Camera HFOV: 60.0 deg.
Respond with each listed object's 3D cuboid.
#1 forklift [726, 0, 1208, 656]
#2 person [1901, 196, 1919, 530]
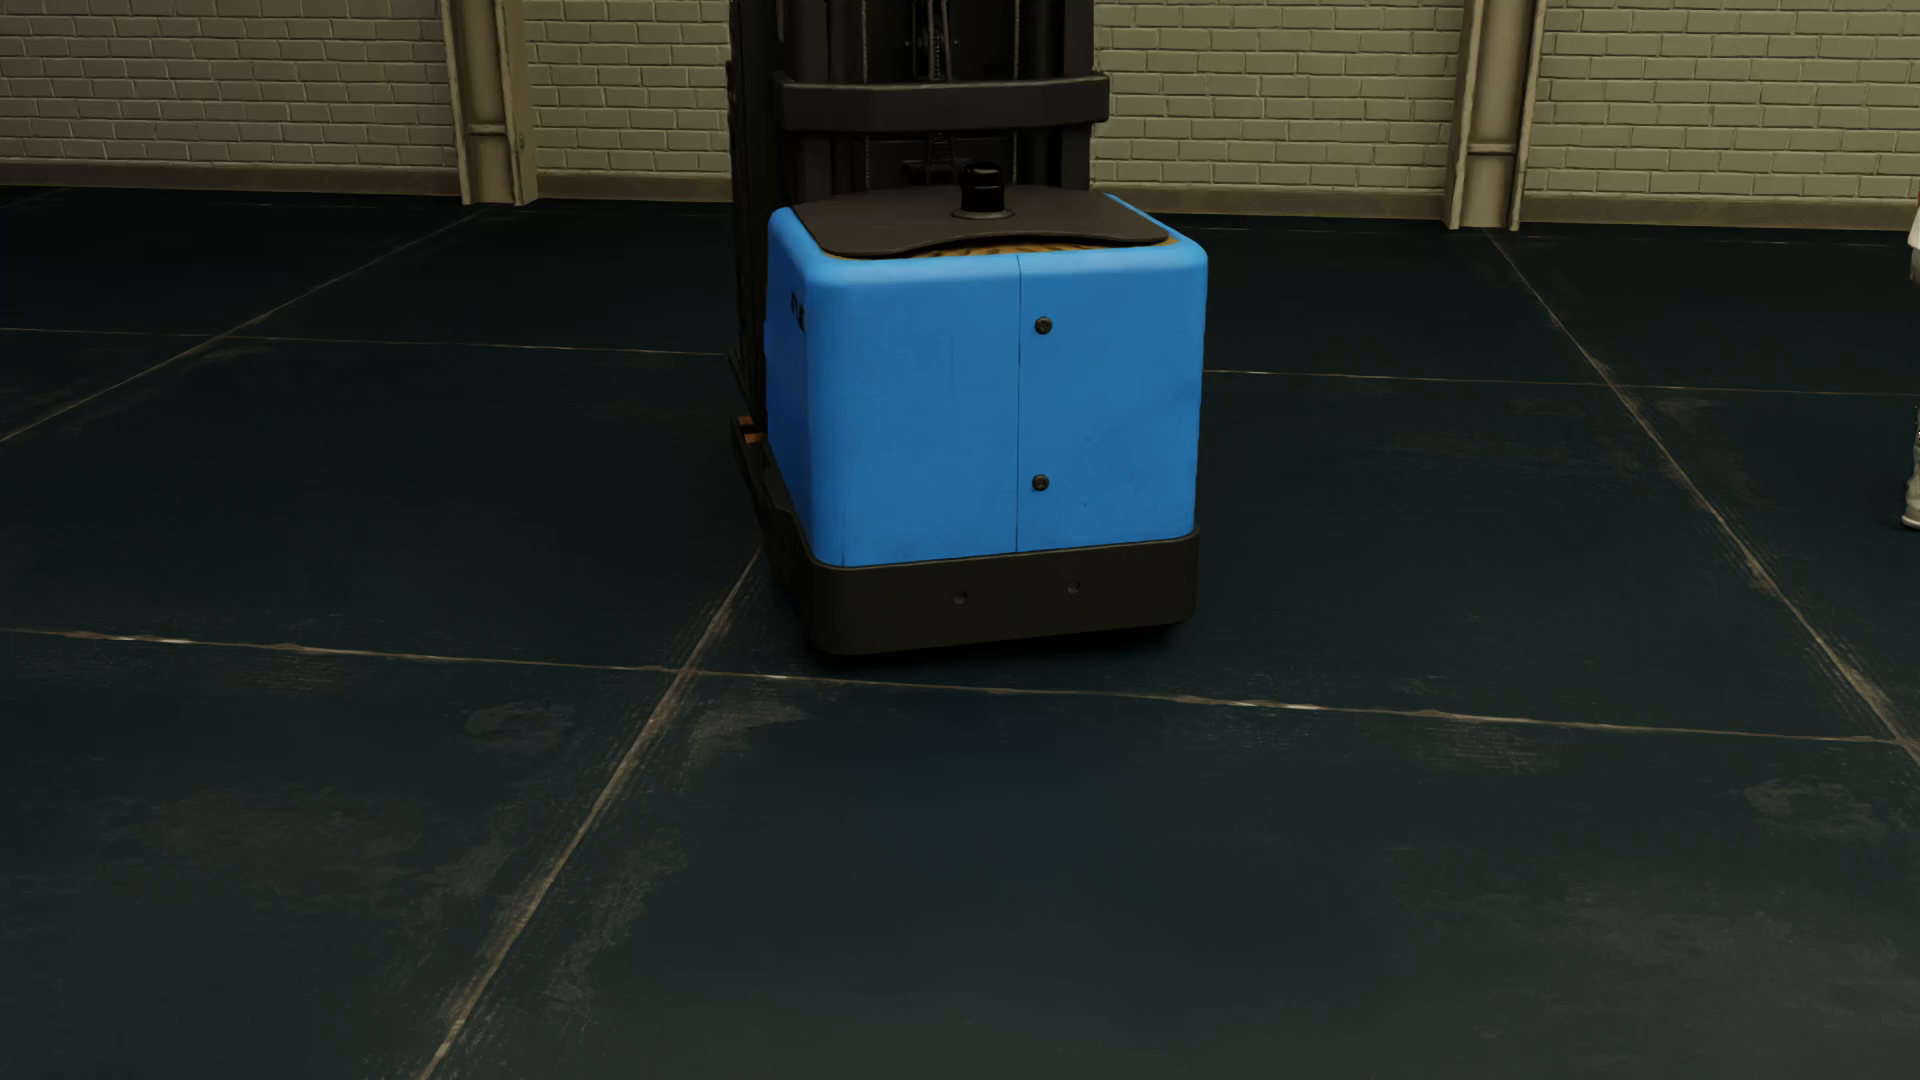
[{"bbox_3d":[-0.193,-1.584,5.187,1.130,2.935,3.031,-5,22,-12],"label":"forklift"},{"bbox_3d":[3.196,-0.836,5.094,0.501,1.700,0.556,-1,22,-2],"label":"person"}]
